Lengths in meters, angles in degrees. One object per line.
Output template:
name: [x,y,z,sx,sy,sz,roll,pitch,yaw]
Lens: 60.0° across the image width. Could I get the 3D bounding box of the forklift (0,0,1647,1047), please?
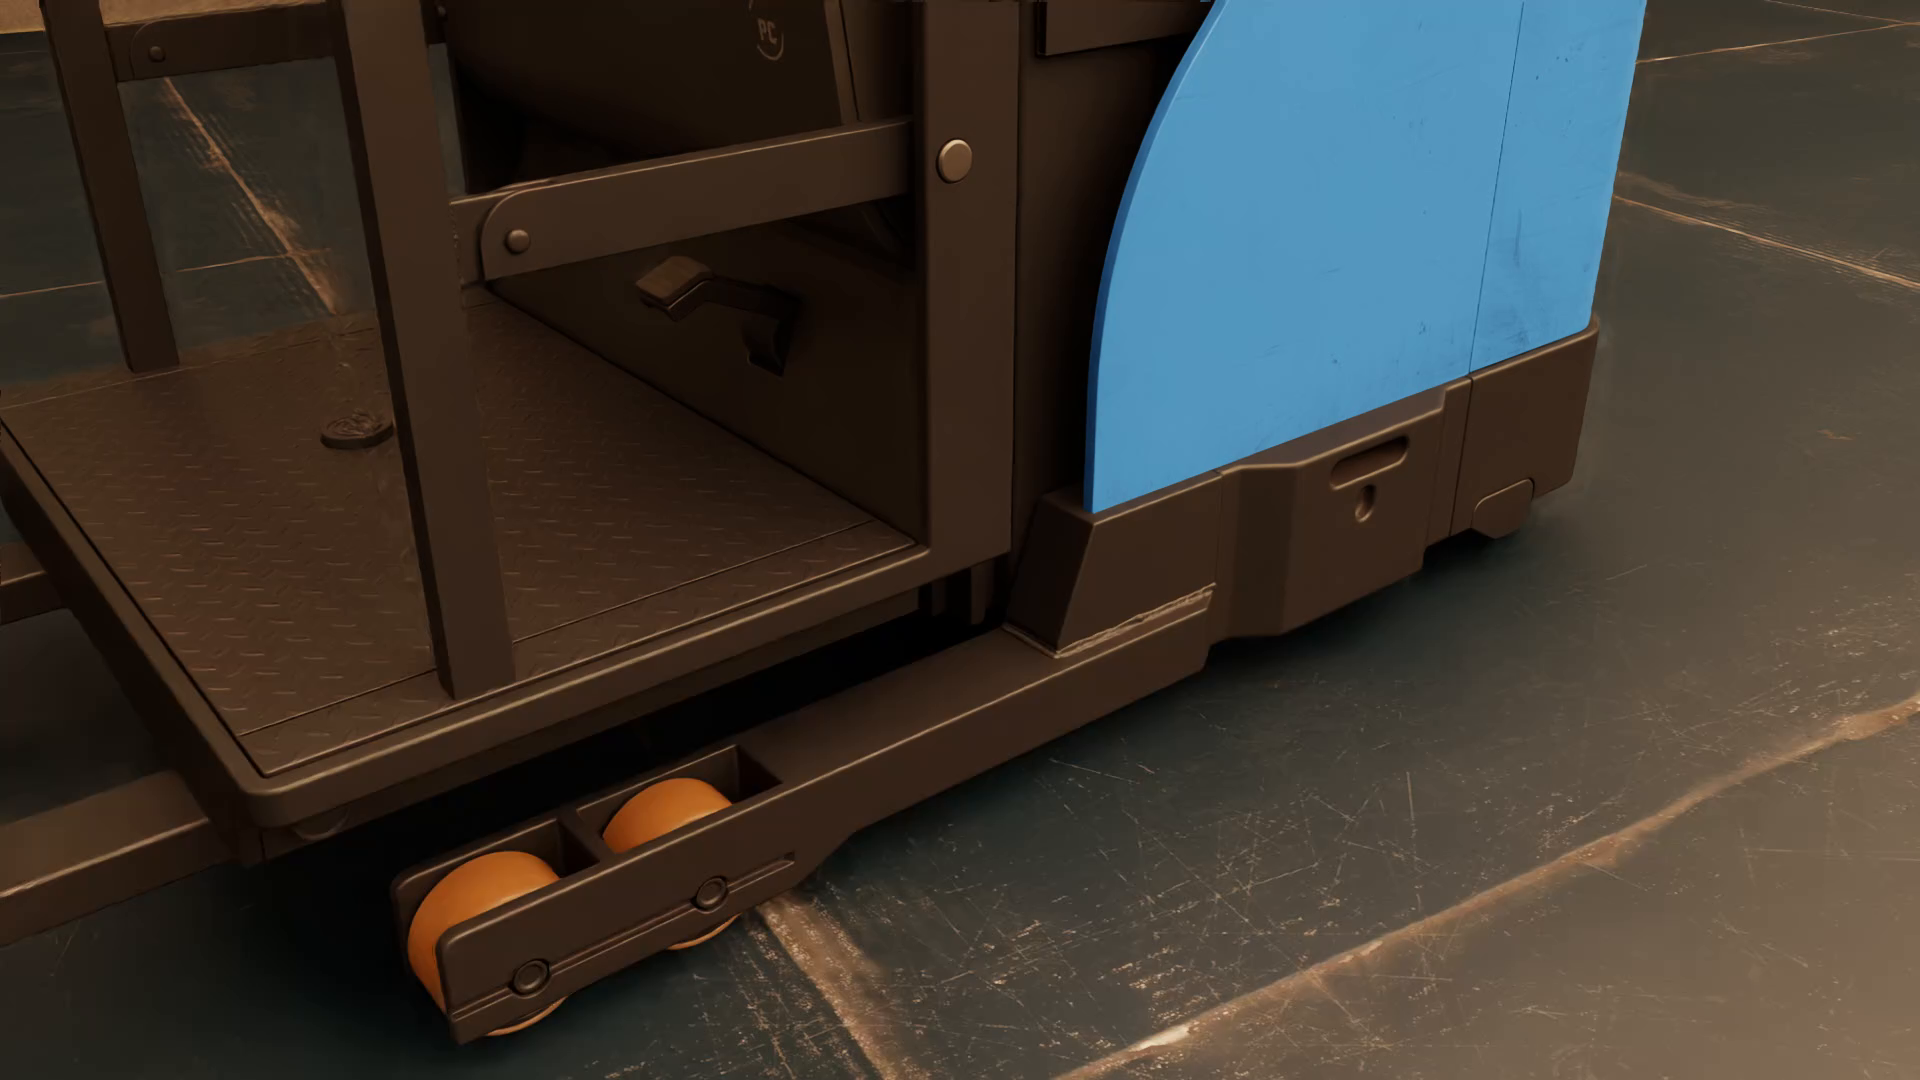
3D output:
forklift: [-0.525,-1.110,1.448,3.031,2.935,1.130,-20,33,-34]
